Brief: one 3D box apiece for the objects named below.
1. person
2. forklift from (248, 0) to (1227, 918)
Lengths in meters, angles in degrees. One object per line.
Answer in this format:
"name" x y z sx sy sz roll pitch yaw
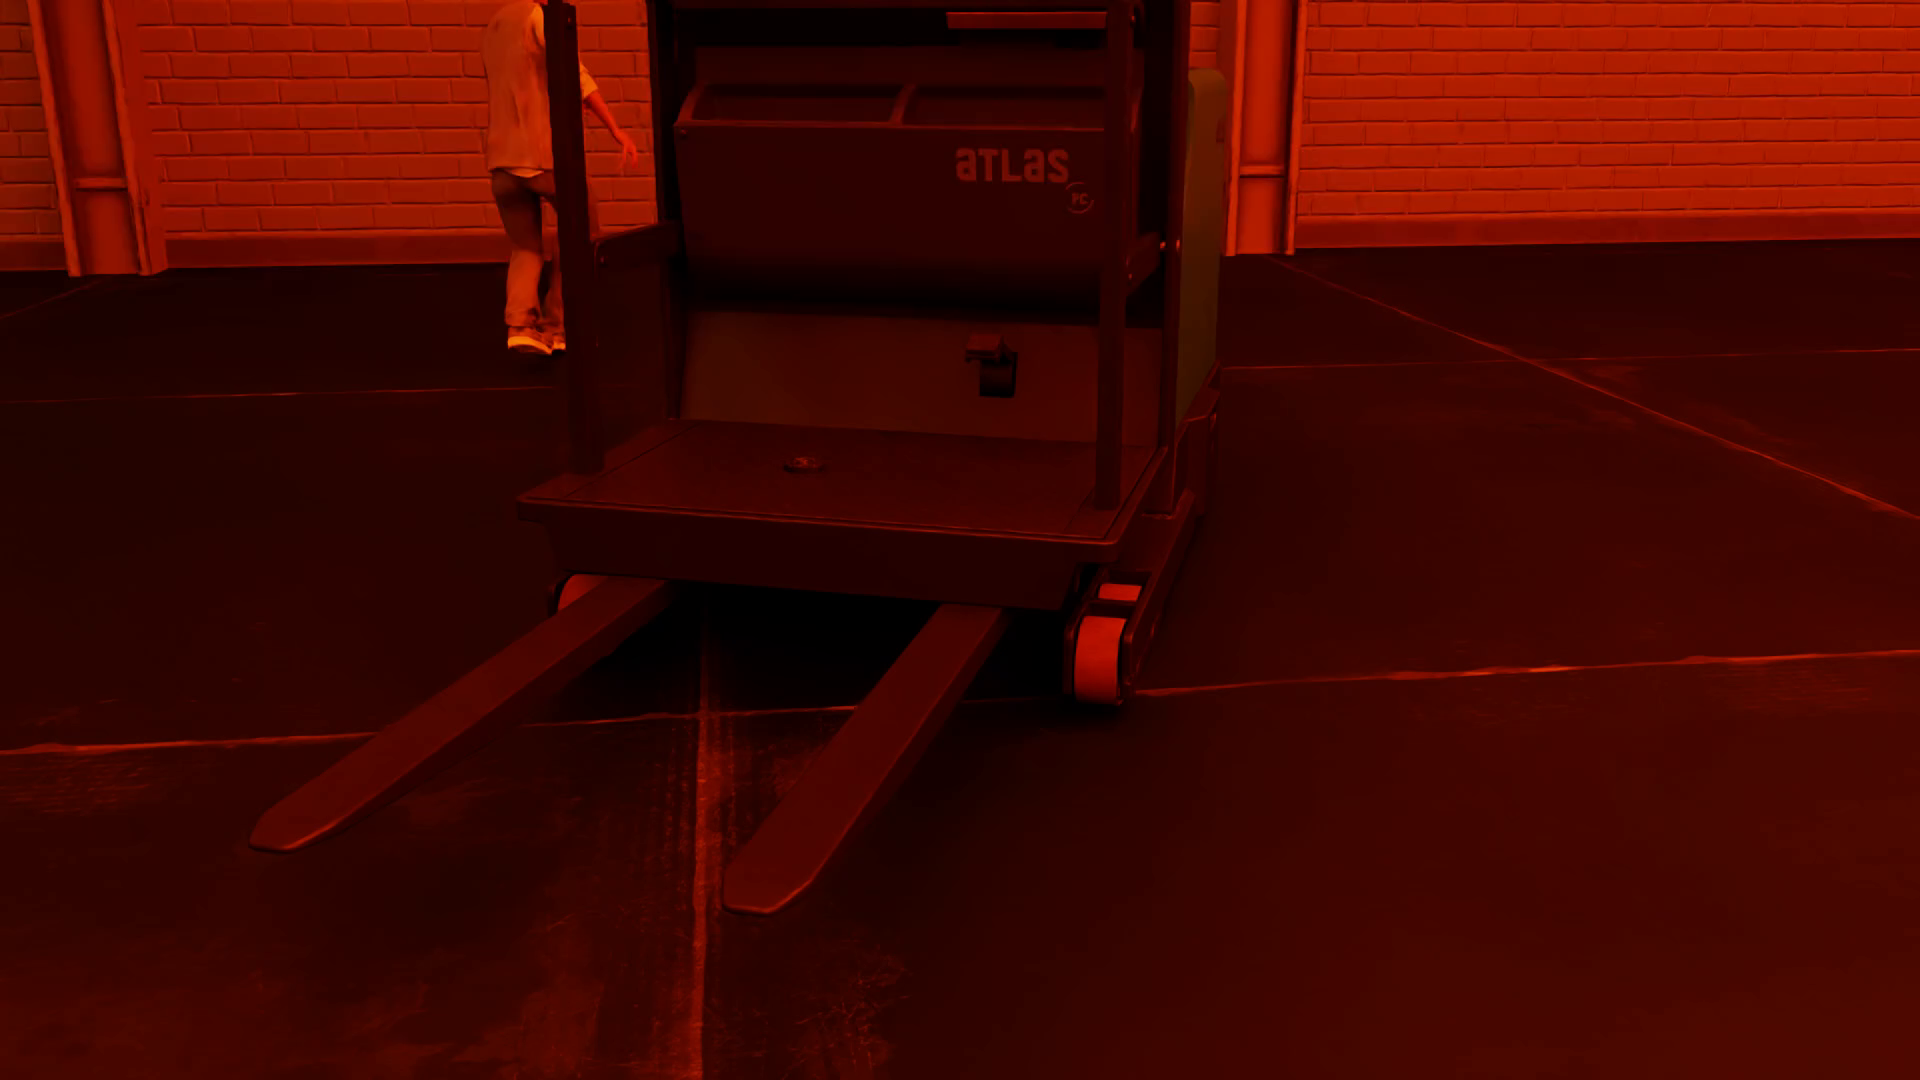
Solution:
"person" -1.404 -1.372 6.013 0.731 1.476 0.773 7 18 22
"forklift" -0.157 -1.226 2.954 1.130 2.935 3.031 4 17 14
